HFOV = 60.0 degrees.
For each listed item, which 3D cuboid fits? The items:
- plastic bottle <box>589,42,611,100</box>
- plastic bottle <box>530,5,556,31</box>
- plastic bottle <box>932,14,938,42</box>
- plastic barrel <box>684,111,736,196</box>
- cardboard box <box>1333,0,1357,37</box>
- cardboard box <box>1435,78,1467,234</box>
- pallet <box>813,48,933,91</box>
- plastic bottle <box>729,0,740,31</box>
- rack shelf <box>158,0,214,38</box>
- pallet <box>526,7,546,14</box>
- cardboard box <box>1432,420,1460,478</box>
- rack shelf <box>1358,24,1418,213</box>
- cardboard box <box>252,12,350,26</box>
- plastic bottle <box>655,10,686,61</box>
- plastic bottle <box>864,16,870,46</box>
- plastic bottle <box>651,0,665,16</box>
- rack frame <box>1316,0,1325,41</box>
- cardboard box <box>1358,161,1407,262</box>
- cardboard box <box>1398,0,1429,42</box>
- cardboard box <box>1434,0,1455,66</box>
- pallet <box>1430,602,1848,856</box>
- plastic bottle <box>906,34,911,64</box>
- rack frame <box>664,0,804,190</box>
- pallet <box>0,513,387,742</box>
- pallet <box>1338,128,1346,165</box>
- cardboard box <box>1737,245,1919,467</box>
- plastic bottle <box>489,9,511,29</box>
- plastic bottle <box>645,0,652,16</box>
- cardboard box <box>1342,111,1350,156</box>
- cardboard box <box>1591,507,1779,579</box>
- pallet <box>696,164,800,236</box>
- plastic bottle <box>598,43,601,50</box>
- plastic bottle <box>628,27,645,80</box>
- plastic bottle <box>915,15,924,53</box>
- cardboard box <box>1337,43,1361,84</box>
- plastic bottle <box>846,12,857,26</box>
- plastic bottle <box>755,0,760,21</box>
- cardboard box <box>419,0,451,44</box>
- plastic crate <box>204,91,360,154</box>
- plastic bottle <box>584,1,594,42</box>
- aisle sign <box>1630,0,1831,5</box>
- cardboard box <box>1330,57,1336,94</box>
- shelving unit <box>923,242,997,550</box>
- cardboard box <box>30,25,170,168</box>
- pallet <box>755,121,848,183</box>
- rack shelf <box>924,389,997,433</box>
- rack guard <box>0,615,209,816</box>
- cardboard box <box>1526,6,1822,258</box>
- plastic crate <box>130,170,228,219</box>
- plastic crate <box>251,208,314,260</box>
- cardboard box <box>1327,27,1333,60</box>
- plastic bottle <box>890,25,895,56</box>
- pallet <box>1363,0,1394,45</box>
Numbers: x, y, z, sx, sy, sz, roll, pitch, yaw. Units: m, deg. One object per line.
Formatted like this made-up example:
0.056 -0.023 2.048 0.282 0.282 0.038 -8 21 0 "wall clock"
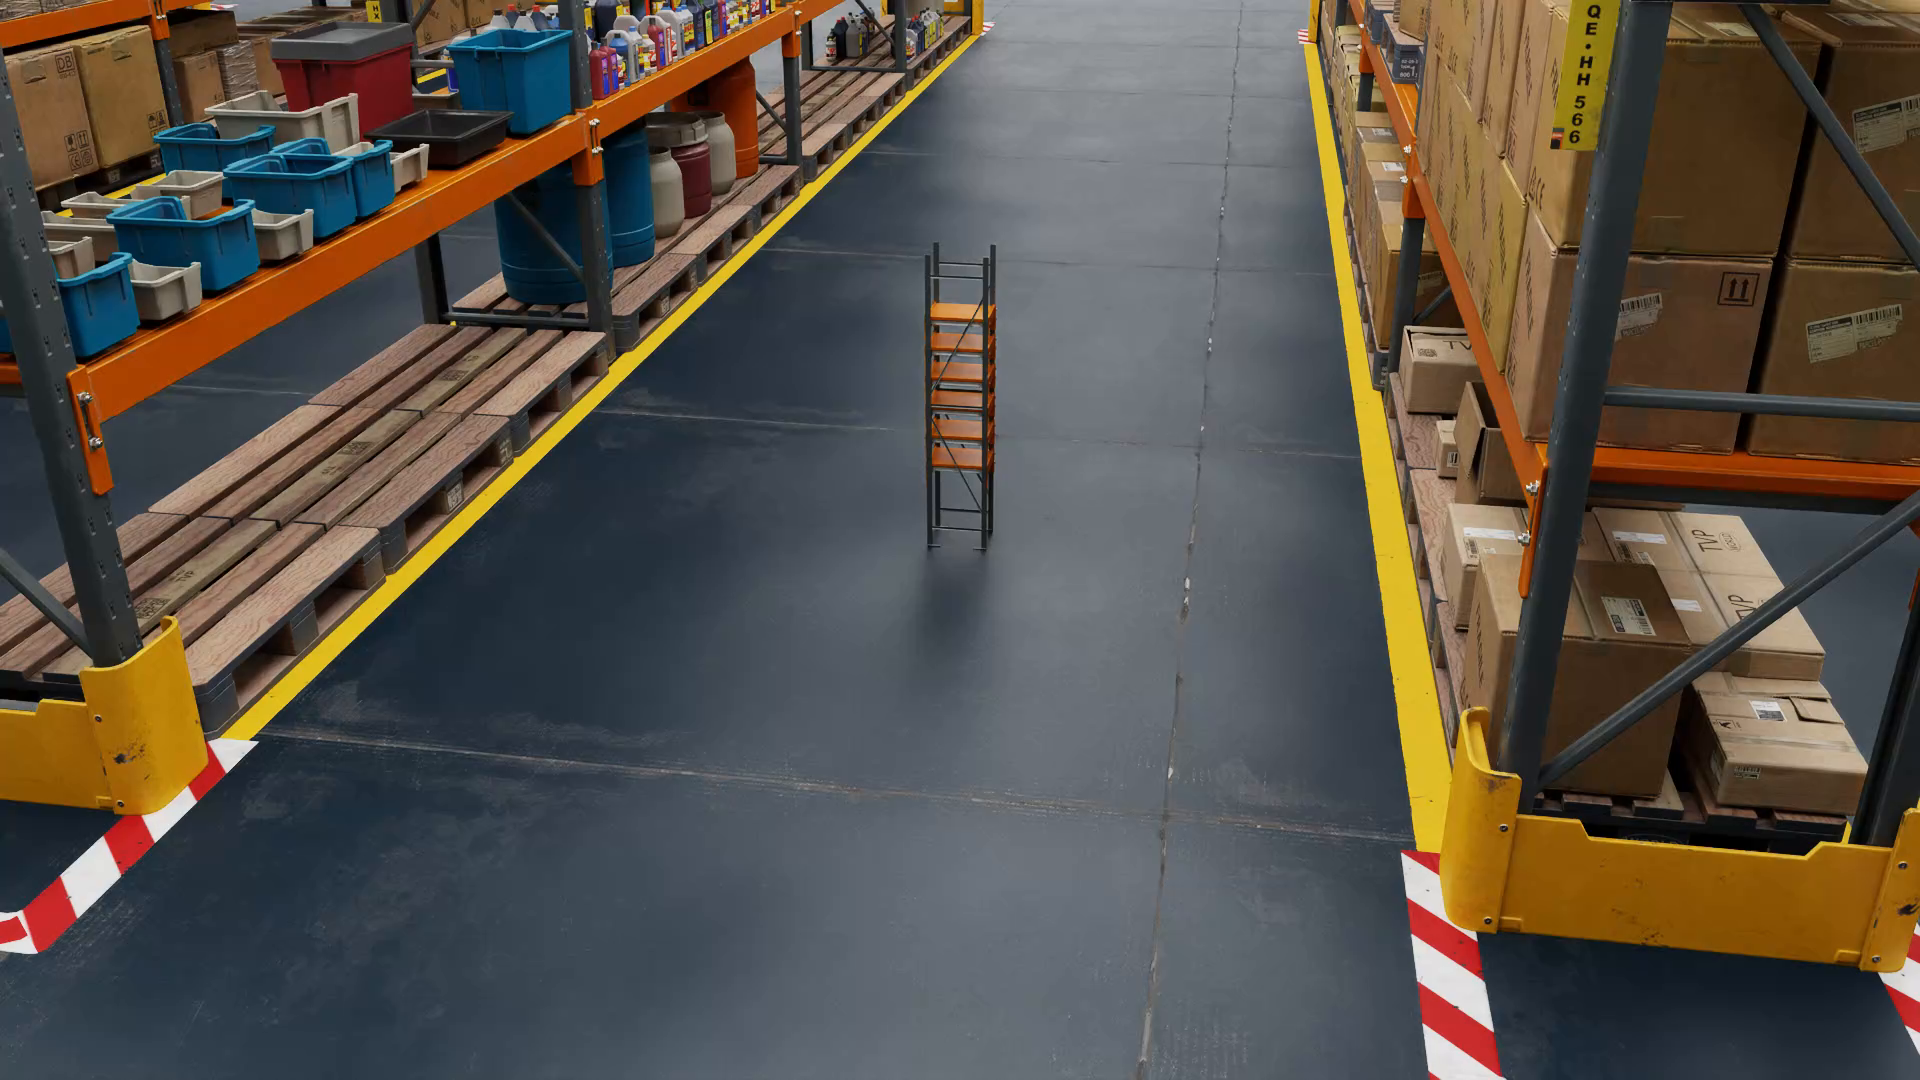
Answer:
-1.836 -2.394 8.464 0.061 0.283 0.133 4 25 9 "plastic bottle"
-2.317 -2.775 9.199 0.144 0.351 0.185 4 25 9 "plastic bottle"
-0.315 -5.348 17.330 0.152 0.276 0.135 3 25 7 "plastic bottle"
-1.731 -2.611 11.230 0.421 0.512 0.421 0 25 0 "plastic barrel"
3.830 -5.026 15.813 0.500 0.500 0.500 4 25 9 "cardboard box"
2.052 -1.406 6.098 0.500 0.500 0.500 4 25 8 "cardboard box"
-0.859 -4.684 16.508 1.003 0.211 1.213 4 25 9 "pallet"
-1.463 -3.360 10.625 0.097 0.201 0.097 0 25 0 "plastic bottle"
-6.223 -4.850 14.422 1.077 0.370 4.000 4 25 9 "rack shelf"
-5.422 -6.053 19.433 1.003 0.211 1.213 4 25 9 "pallet"
2.155 -0.371 6.828 0.380 0.166 0.250 4 25 9 "cardboard box"
2.896 -2.489 9.378 1.077 0.370 4.000 4 25 9 "rack shelf"
-6.114 -4.626 15.524 0.700 0.500 0.500 4 25 8 "cardboard box"
-1.676 -2.918 9.593 0.152 0.276 0.135 4 25 9 "plastic bottle"
-0.969 -5.203 17.013 0.061 0.283 0.133 4 25 9 "plastic bottle"
-2.003 -3.553 11.037 0.097 0.201 0.097 0 25 0 "plastic bottle"
4.530 -6.997 18.161 1.000 3.000 0.127 4 25 9 "rack frame"
2.619 -1.901 9.702 0.500 0.500 0.500 3 25 7 "cardboard box"
2.797 -2.957 8.916 0.700 0.500 0.500 -2 25 -5 "cardboard box"
2.131 -2.083 6.365 0.500 0.500 0.500 3 25 7 "cardboard box"
2.057 0.592 5.236 1.003 0.211 1.213 4 25 9 "pallet"
-0.525 -4.736 16.028 0.097 0.271 0.097 0 25 0 "plastic bottle"
-1.663 -3.996 11.749 1.000 3.000 0.127 4 25 9 "rack frame"
-2.798 0.270 5.923 1.003 0.211 1.213 4 25 9 "pallet"
3.597 -3.239 13.420 1.003 0.211 1.213 4 25 9 "pallet"
2.248 -0.518 4.201 0.500 0.500 0.500 5 25 10 "cardboard box"
-2.490 -2.708 9.055 0.144 0.351 0.185 4 25 9 "plastic bottle"
-2.129 -3.588 11.023 0.152 0.276 0.135 4 25 9 "plastic bottle"
3.149 -3.049 12.474 0.500 0.250 0.500 4 25 8 "cardboard box"
2.447 0.115 5.691 0.500 0.250 0.500 4 25 9 "cardboard box"
-1.751 -2.401 11.630 1.003 0.211 1.213 4 25 9 "pallet"
-1.932 -2.554 8.903 0.097 0.201 0.097 0 25 0 "plastic bottle"
-1.760 -2.632 8.986 0.097 0.271 0.097 0 25 0 "plastic bottle"
-0.438 -5.056 16.620 0.144 0.351 0.185 3 25 6 "plastic bottle"
3.393 -3.942 13.720 0.500 0.311 0.500 3 25 7 "cardboard box"
-1.105 -5.173 16.870 0.144 0.351 0.185 4 25 8 "plastic bottle"
-1.383 -3.564 11.060 0.097 0.201 0.097 0 25 0 "plastic bottle"
-5.705 -5.475 17.362 0.500 0.500 0.500 13 28 25 "cardboard box"
-2.748 -1.671 6.850 0.437 0.282 0.530 4 25 9 "plastic crate"
-2.310 -3.169 10.039 0.144 0.351 0.185 4 25 9 "plastic bottle"
1.602 -1.476 3.298 0.394 0.787 0.004 4 25 9 "aisle sign"
3.566 -4.118 14.757 0.500 0.250 0.500 3 25 7 "cardboard box"
0.002 -0.549 6.509 0.258 1.200 0.189 4 25 9 "shelving unit"
-6.683 -3.280 12.230 1.225 0.875 0.875 3 25 6 "cardboard box"
-1.499 -3.055 13.027 1.003 0.211 1.213 4 25 9 "pallet"
0.002 -0.509 6.527 0.258 0.103 0.180 4 25 9 "rack shelf"
-2.962 0.493 5.108 1.175 0.500 0.348 4 25 9 "rack guard"
1.717 -1.009 4.070 0.500 0.500 0.500 4 25 8 "cardboard box"
-2.903 -1.275 6.176 0.298 0.136 0.250 4 25 9 "plastic crate"
-2.361 -1.051 5.697 0.250 0.136 0.298 4 25 9 "plastic crate"
3.895 -4.897 16.421 0.500 0.250 0.500 4 25 9 "cardboard box"
-0.611 -4.987 16.473 0.144 0.351 0.185 4 25 9 "plastic bottle"
3.181 -3.276 10.437 1.213 0.211 1.003 4 25 9 "pallet"
